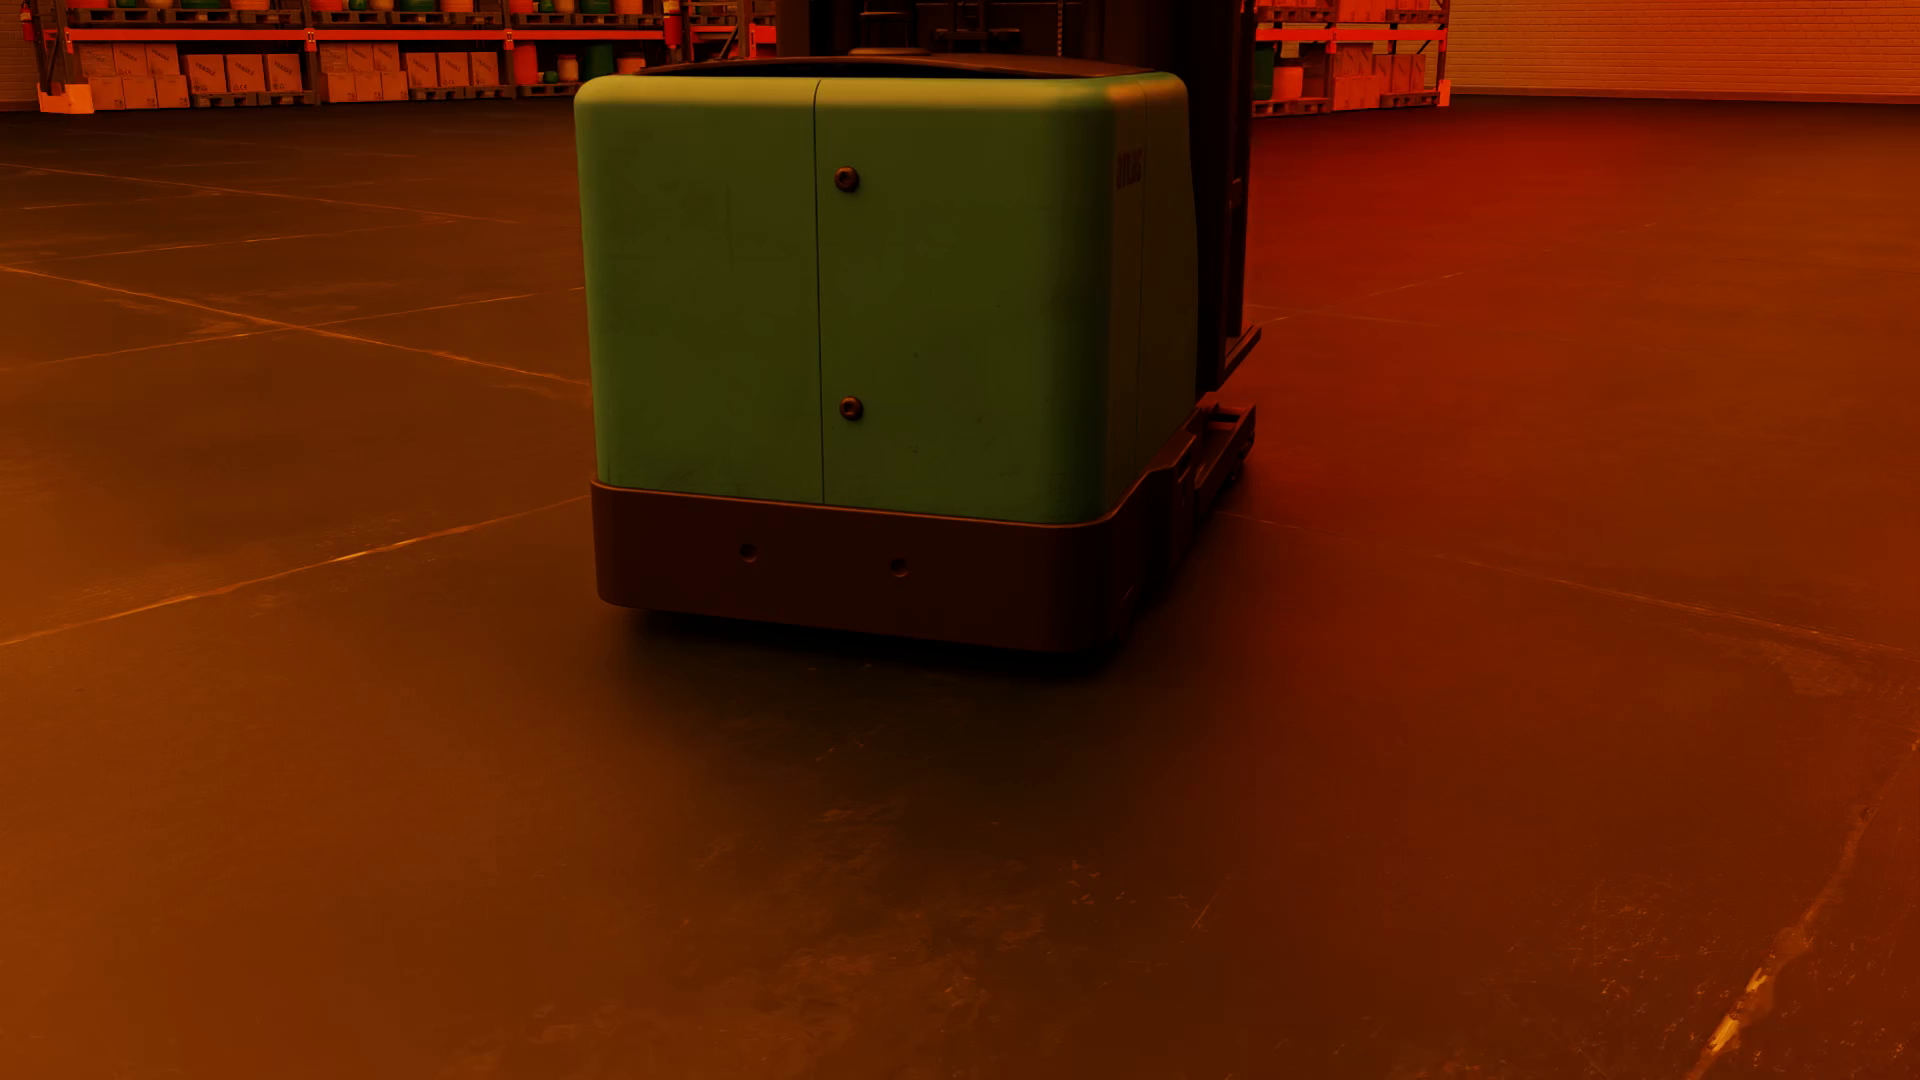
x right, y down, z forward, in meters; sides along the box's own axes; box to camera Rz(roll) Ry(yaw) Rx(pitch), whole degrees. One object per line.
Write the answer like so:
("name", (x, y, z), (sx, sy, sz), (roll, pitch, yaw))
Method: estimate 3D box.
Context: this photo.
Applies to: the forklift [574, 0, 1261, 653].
("forklift", (0.197, -1.585, 4.118), (1.130, 2.935, 3.031), (5, 18, 17))
